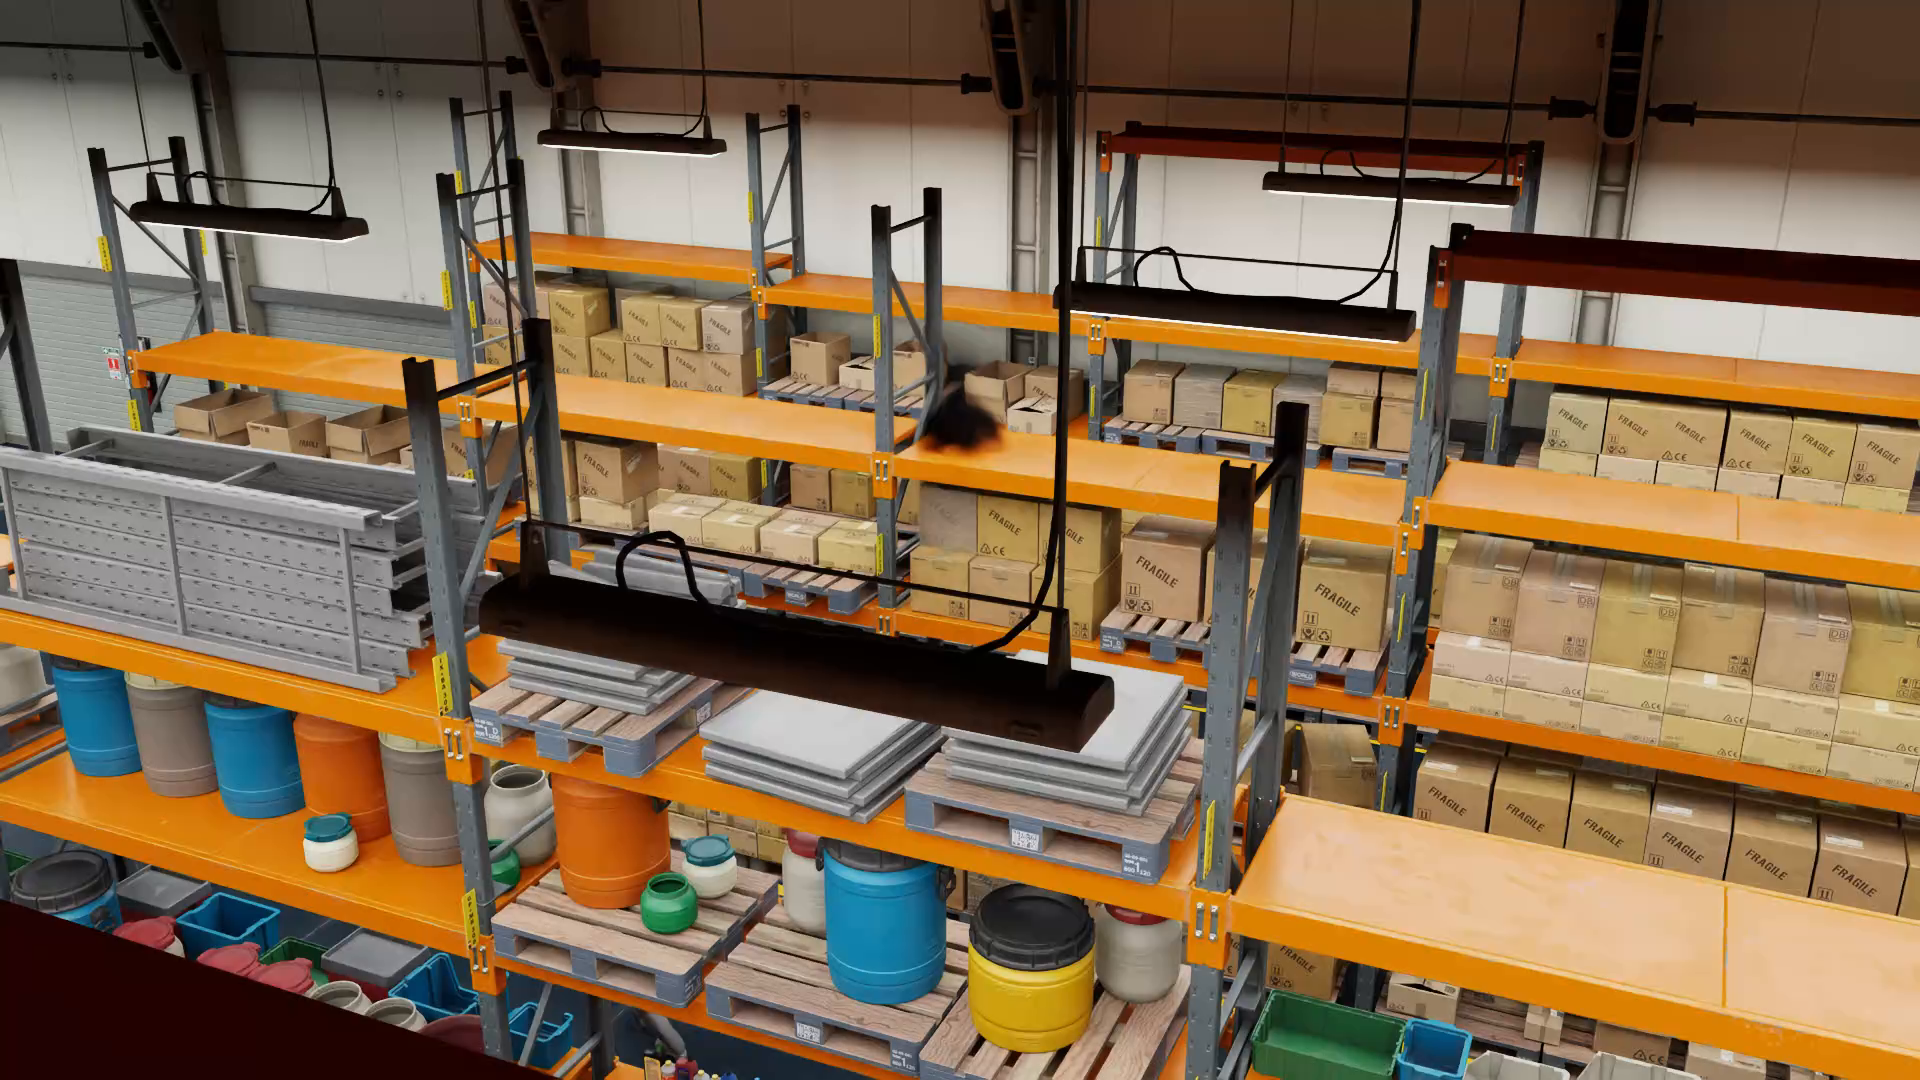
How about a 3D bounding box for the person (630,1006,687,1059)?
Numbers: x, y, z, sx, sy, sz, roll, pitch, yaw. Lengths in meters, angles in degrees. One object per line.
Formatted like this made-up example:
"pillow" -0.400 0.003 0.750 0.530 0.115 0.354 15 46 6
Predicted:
"person" -2.473 3.068 12.292 0.957 1.568 0.575 11 23 26
